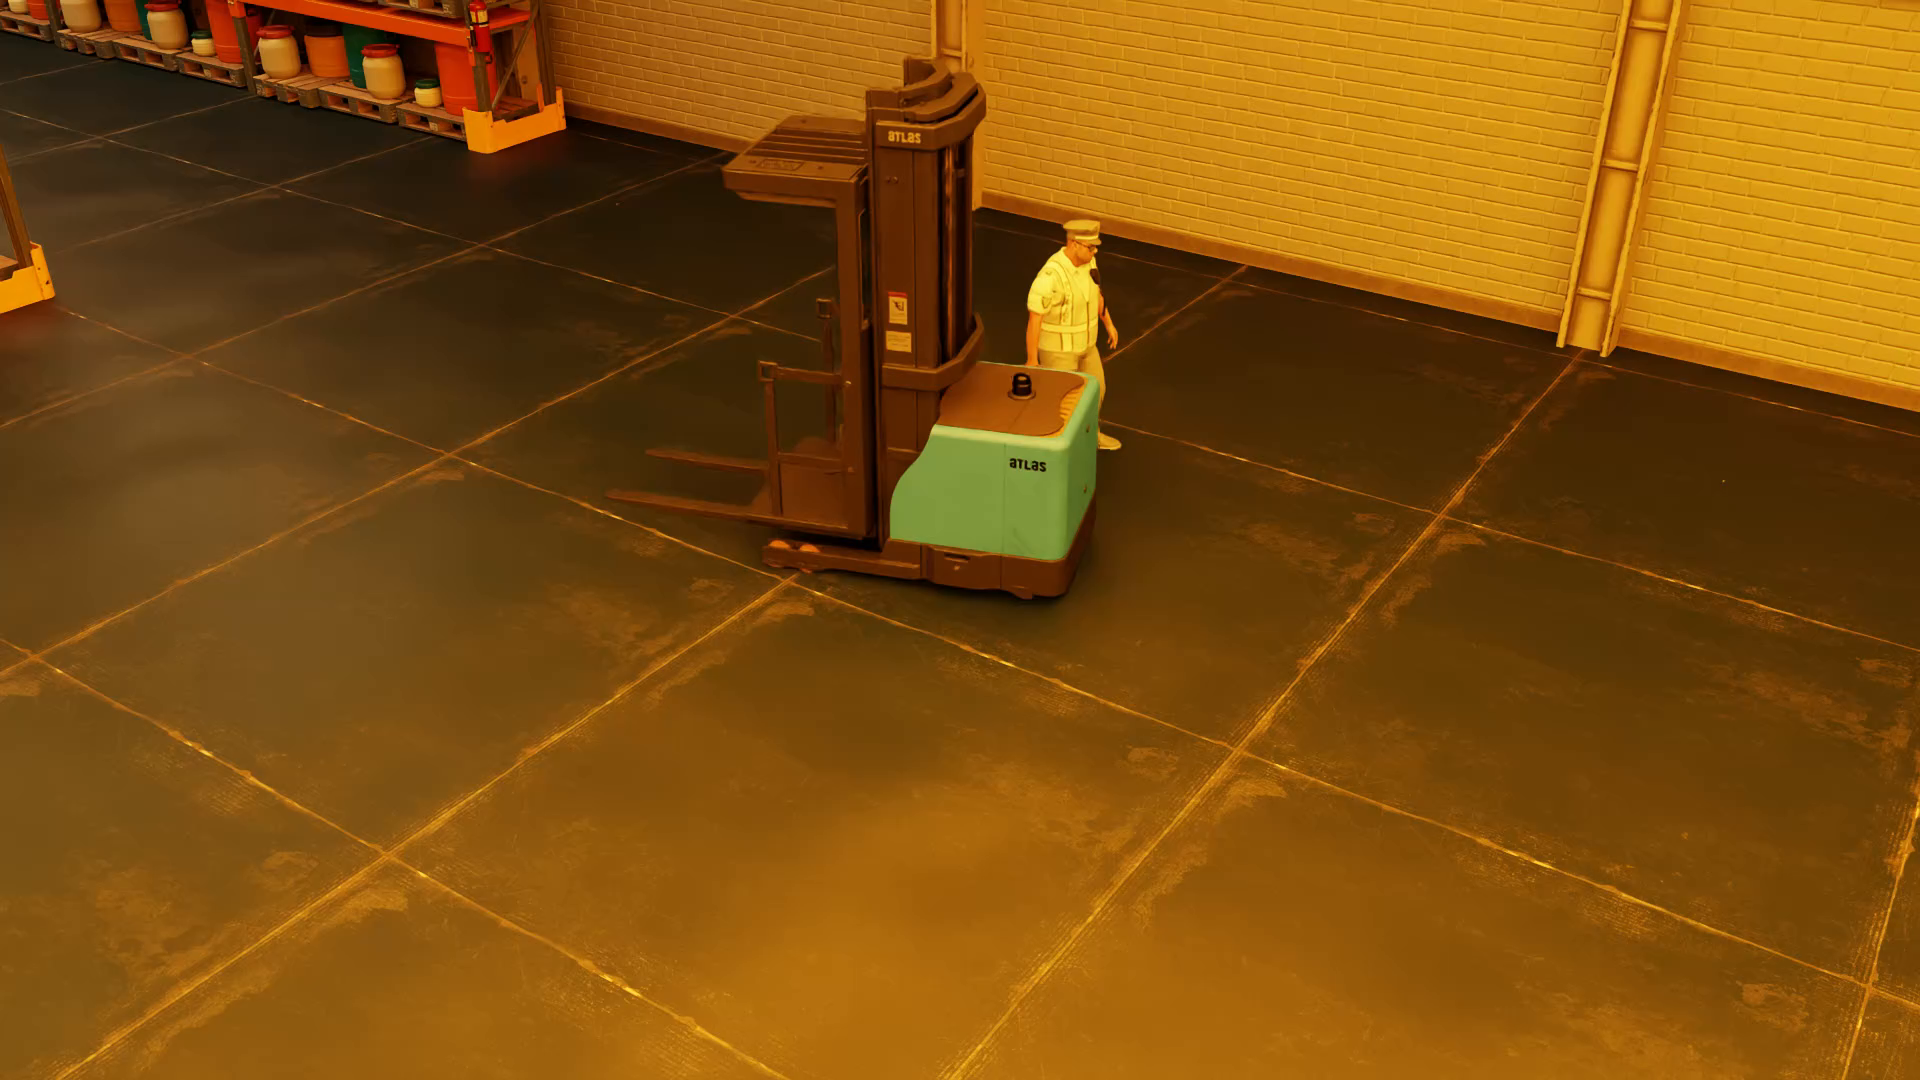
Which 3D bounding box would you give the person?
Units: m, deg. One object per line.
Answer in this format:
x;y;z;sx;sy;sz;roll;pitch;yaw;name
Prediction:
0.732;-1.307;11.036;0.421;1.722;0.793;23;37;34;person

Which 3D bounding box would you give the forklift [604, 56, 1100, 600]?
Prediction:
-0.715;-1.316;9.847;3.031;2.935;1.130;8;31;13;forklift
